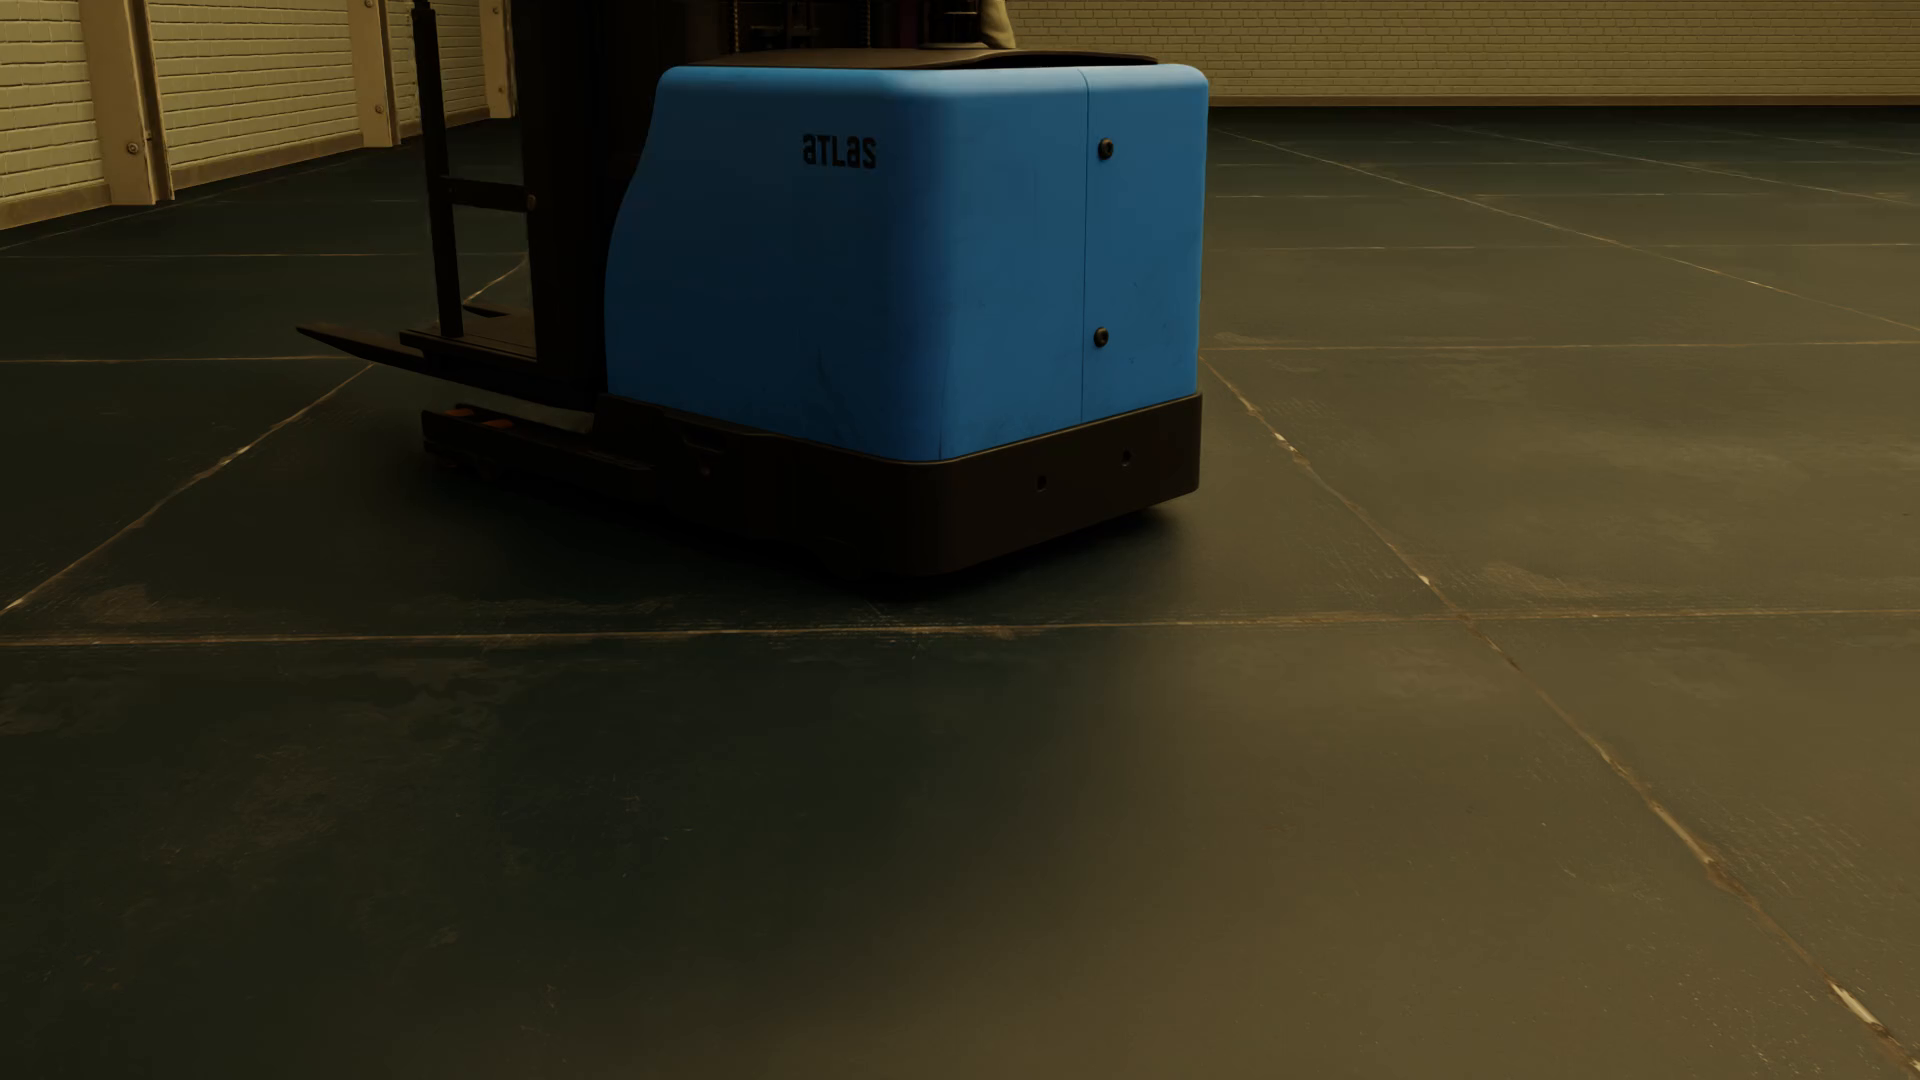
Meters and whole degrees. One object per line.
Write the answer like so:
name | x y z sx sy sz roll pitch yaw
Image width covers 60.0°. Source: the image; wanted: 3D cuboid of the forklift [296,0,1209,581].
forklift | -0.835 -1.658 4.326 3.031 2.935 1.130 15 23 40

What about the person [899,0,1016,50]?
person | 0.006 -1.016 4.566 0.589 1.497 0.862 6 18 18
